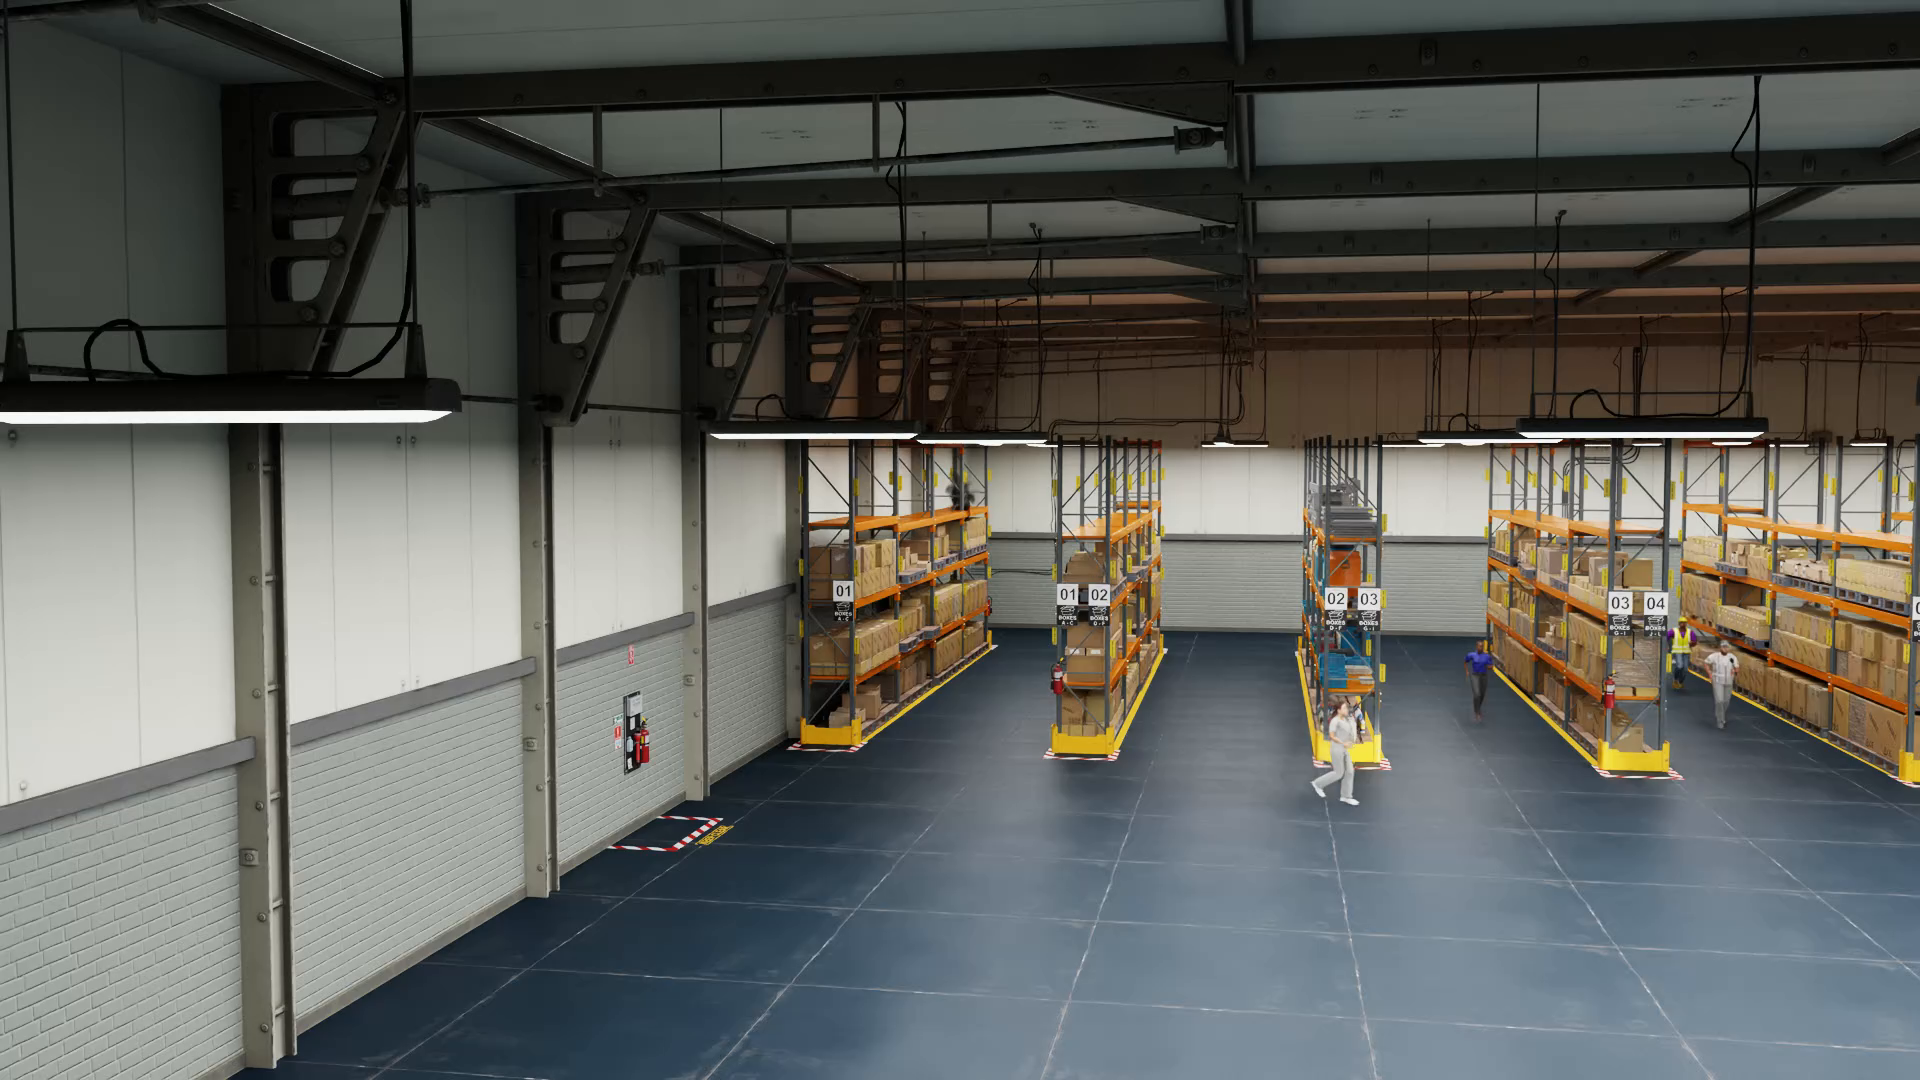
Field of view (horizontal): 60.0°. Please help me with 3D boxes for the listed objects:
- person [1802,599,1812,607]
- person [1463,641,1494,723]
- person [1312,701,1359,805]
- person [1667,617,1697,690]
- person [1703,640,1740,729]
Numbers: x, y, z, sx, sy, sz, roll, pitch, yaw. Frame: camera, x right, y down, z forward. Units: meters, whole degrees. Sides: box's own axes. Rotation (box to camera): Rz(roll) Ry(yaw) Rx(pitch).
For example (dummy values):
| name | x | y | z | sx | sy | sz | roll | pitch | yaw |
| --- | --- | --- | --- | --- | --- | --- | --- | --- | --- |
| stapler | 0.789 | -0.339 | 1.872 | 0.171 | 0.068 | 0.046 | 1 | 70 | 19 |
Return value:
| name | x | y | z | sx | sy | sz | roll | pitch | yaw |
| --- | --- | --- | --- | --- | --- | --- | --- | --- | --- |
| person | 23.081 | 2.400 | 45.289 | 0.887 | 1.704 | 0.659 | 1 | 3 | 10 |
| person | 11.000 | 2.987 | 35.254 | 0.554 | 1.688 | 0.825 | 0 | 3 | -1 |
| person | 6.150 | 3.437 | 27.021 | 0.723 | 1.668 | 0.590 | 2 | 4 | 36 |
| person | 17.181 | 2.701 | 39.579 | 0.684 | 1.740 | 0.667 | 0 | 3 | 8 |
| person | 15.810 | 2.979 | 34.463 | 0.662 | 1.840 | 0.739 | 0 | 3 | 6 |
